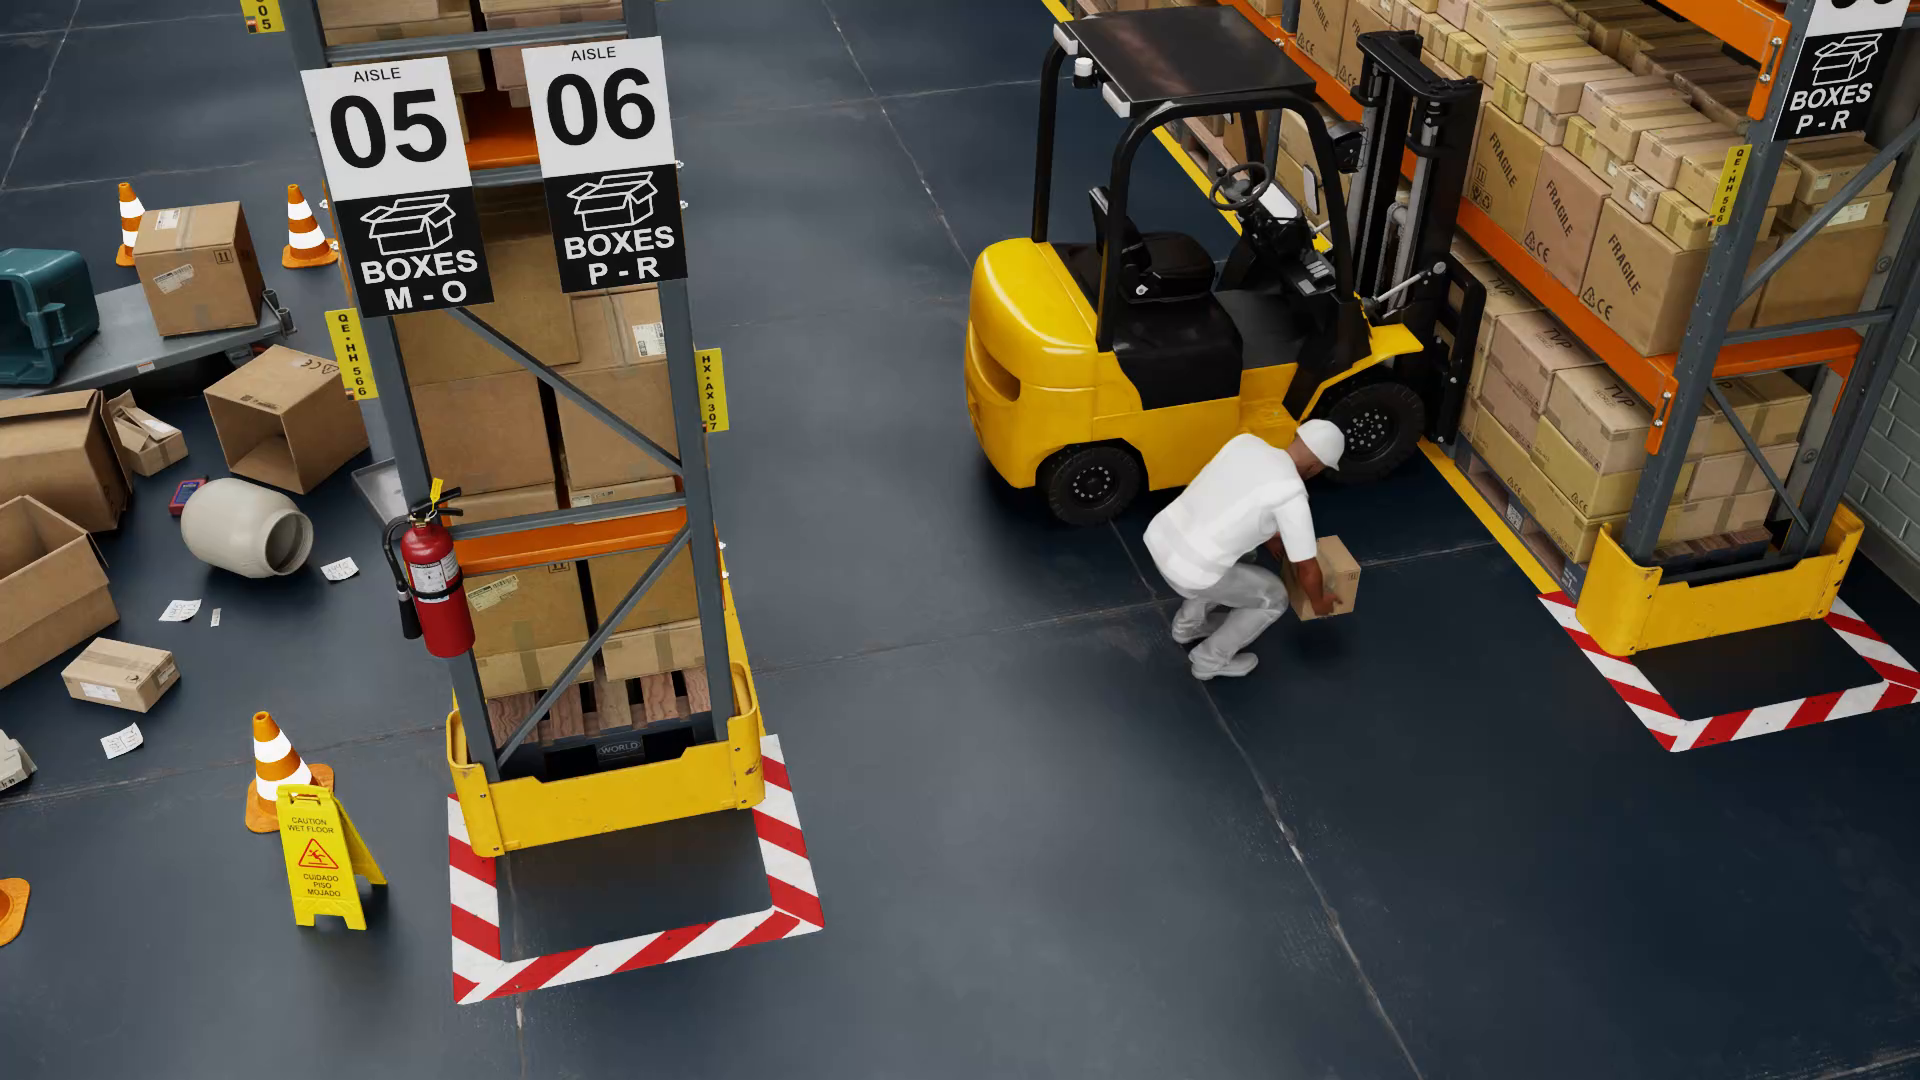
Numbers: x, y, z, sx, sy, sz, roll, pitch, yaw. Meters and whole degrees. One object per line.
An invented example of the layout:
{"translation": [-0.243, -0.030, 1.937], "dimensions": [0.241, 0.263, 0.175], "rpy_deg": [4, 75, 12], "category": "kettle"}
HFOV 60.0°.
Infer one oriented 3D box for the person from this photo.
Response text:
{"translation": [1.211, 0.011, 7.199], "dimensions": [0.857, 1.132, 0.607], "rpy_deg": [-9, 39, -12], "category": "person"}
